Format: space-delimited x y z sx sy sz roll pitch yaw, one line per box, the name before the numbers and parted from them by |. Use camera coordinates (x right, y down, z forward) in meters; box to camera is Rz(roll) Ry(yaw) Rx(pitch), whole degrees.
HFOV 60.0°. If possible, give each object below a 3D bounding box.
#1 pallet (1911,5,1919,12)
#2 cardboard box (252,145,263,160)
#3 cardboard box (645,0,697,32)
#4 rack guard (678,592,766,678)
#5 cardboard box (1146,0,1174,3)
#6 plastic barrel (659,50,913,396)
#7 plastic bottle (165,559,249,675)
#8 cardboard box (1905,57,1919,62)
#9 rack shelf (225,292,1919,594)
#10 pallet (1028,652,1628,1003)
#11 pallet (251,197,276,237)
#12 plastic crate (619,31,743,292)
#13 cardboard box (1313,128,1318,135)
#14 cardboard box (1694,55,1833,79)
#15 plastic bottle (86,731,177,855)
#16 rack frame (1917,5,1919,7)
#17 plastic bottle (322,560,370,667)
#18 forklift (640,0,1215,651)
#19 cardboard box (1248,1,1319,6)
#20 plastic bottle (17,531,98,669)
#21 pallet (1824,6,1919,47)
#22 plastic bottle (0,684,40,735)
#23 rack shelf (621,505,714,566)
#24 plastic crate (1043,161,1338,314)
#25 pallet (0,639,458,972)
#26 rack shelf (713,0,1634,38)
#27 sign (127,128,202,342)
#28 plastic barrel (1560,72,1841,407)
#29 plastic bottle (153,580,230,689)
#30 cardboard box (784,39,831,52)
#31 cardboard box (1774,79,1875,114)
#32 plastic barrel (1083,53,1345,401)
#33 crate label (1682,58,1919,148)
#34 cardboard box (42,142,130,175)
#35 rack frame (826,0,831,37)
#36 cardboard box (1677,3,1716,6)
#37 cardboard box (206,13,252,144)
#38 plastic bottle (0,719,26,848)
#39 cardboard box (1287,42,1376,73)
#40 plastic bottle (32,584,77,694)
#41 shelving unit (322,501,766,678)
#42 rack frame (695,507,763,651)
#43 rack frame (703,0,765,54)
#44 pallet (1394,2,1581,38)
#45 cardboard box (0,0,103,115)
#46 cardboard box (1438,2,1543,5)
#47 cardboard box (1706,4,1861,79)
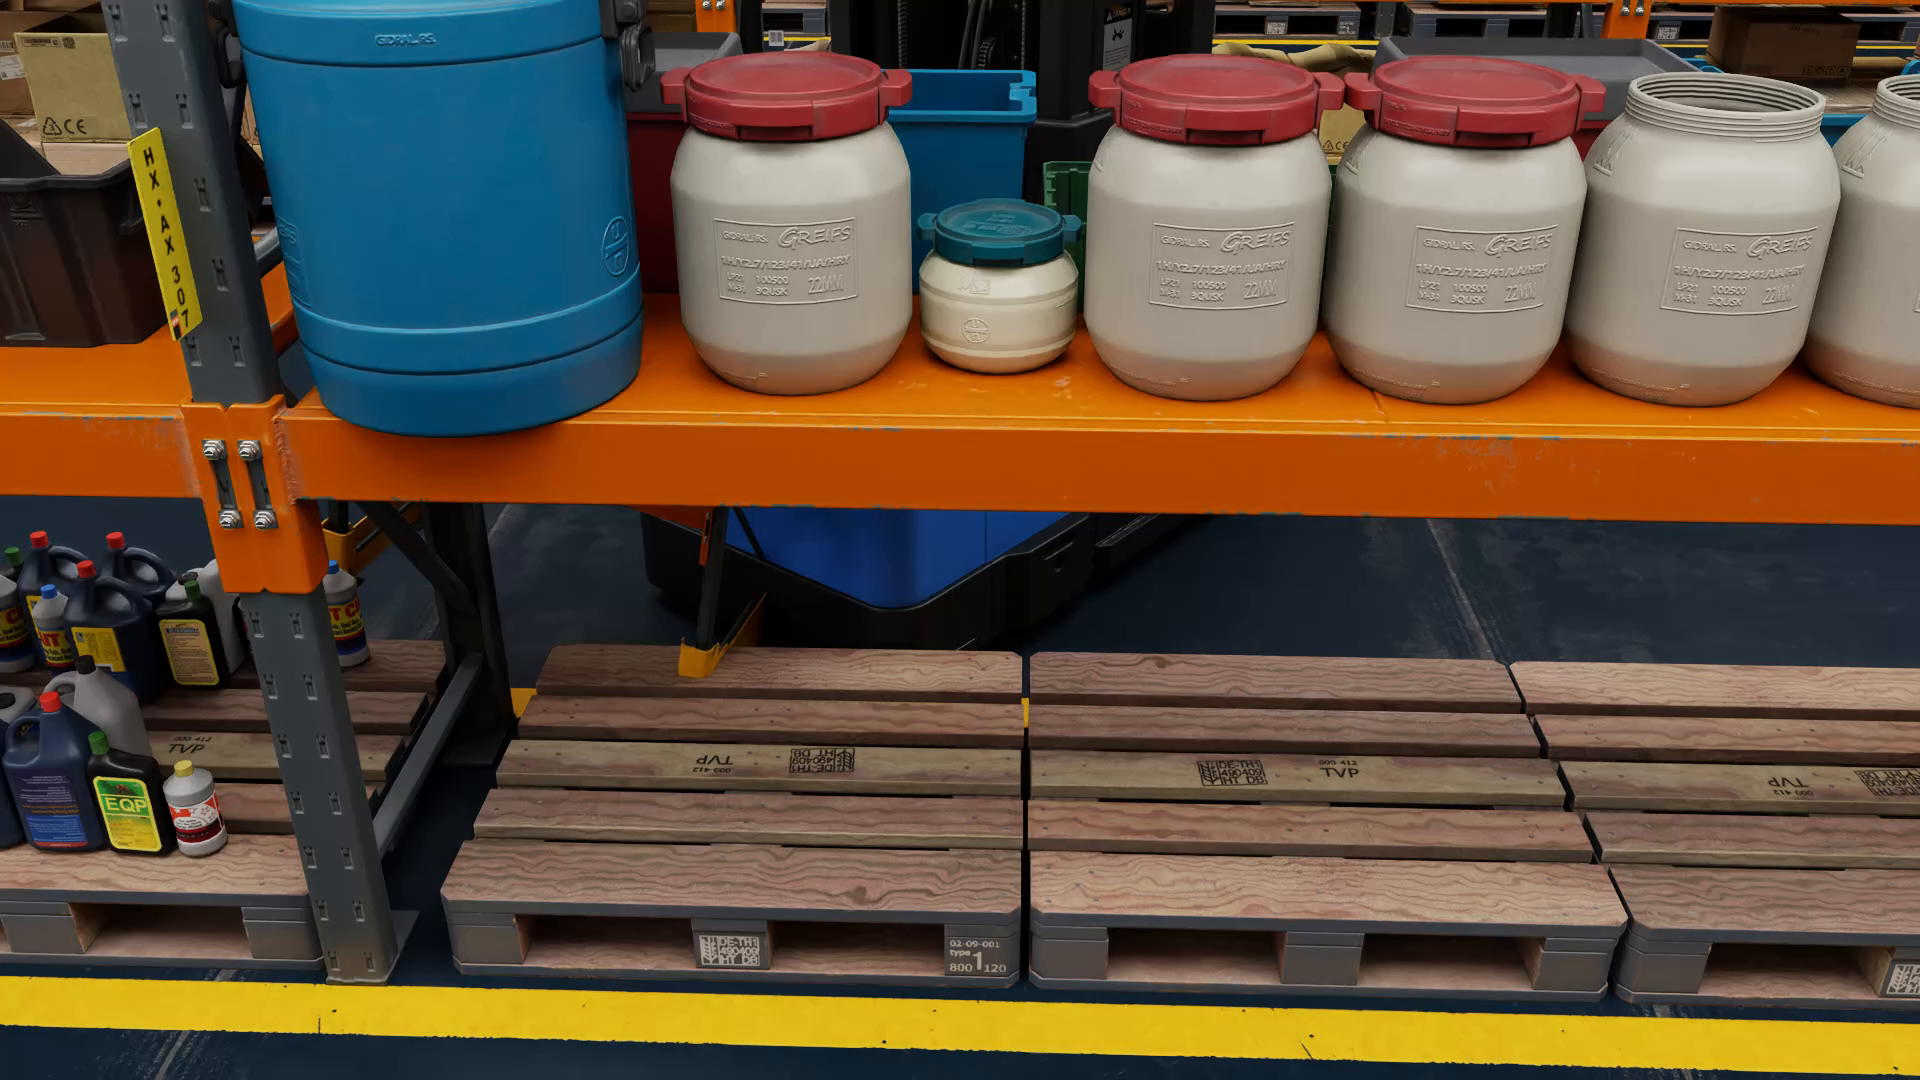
pallet | 7.856 -3.848 12.283 1.213 0.211 1.003 1 28 2
cardboard box | -3.038 -1.841 8.007 0.500 0.250 0.500 1 28 2
cardboard box | -1.520 -2.399 8.259 0.500 0.500 0.500 1 28 2
rack guard | -0.605 0.231 4.425 0.087 0.250 0.587 17 33 7
cardboard box | 1.371 -4.331 12.416 0.500 0.500 0.700 1 28 2
plastic barrel | -0.298 -0.566 2.969 0.433 0.535 0.433 0 28 0
plastic bottle | -1.873 0.182 4.142 0.135 0.276 0.152 2 28 4
cardboard box | 4.915 -2.046 8.107 0.500 0.500 0.500 0 28 0
rack shelf | 0.753 -0.273 3.331 4.000 0.370 1.077 1 28 2
pallet | 0.763 0.622 3.852 1.213 0.211 1.003 1 28 2
pallet | -3.083 -1.762 8.349 1.213 0.211 1.003 1 28 2
plastic crate | -0.751 -0.788 3.465 0.583 0.464 0.402 1 28 2
cardboard box | 1.374 -2.003 7.715 0.500 0.311 0.500 1 28 1
cardboard box | 3.873 -2.061 8.134 0.500 0.500 0.500 2 28 4
plastic bottle | -1.738 0.528 3.482 0.133 0.283 0.061 2 28 4
rack frame | 7.099 -5.129 11.723 0.127 3.000 1.000 1 28 2
plastic bottle | -1.549 0.177 4.158 0.097 0.271 0.097 0 28 0
forklift | 0.395 -1.522 4.992 1.130 2.935 3.031 21 34 34
cardboard box | 2.380 -4.273 12.306 0.500 0.500 0.700 1 28 3
plastic bottle | -2.227 0.141 4.139 0.185 0.351 0.144 0 28 0
pallet | 6.325 -3.874 12.334 1.213 0.211 1.003 1 28 2
plastic bottle | -2.111 0.436 3.663 0.135 0.276 0.152 1 28 2
rack shelf | -1.006 -0.283 4.248 1.000 0.185 0.538 17 33 7
plastic crate | 0.504 -0.634 3.469 0.662 0.188 0.450 1 28 2
pallet | -1.916 0.577 3.935 1.213 0.211 1.003 1 28 2
rack shelf | 0.931 -2.592 7.704 4.000 0.370 1.077 1 28 2
sign | -1.276 -0.489 2.674 0.005 0.325 0.100 1 28 2
plastic barrel | 1.295 -0.531 2.930 0.421 0.512 0.421 0 28 0
plastic bottle | -1.876 0.229 4.047 0.133 0.283 0.061 1 28 2
cardboard box | -0.653 -2.288 8.253 0.500 0.311 0.500 1 28 2
cardboard box | 3.898 -1.819 7.678 0.500 0.500 0.500 0 28 0
plastic barrel | 0.436 -0.554 2.946 0.433 0.535 0.433 0 28 0
crate label | 1.768 -0.717 3.361 0.616 0.435 0.502 1 28 2
cardboard box | -4.037 -1.860 8.043 0.500 0.250 0.500 1 28 2
rack frame | -0.896 -5.261 11.972 0.127 3.000 1.000 1 28 2
cardboard box | 5.556 -4.328 12.059 0.750 0.750 0.750 2 28 3
cardboard box | -3.537 -2.188 7.862 0.500 0.500 0.500 1 28 2
plastic bottle | -2.092 0.473 3.514 0.185 0.351 0.144 0 28 -1
cardboard box | 1.892 -2.246 8.172 0.500 0.311 0.500 0 28 1
plastic bottle | -2.187 0.234 4.050 0.097 0.271 0.097 0 28 0
shelving unit | -0.965 -0.428 4.151 1.083 1.500 0.587 17 33 7
rack frame | -0.491 -0.283 4.088 0.032 1.500 0.500 17 33 7
rack frame | -1.067 -2.943 7.598 0.127 3.000 1.000 1 28 2
pallet | 3.886 -3.915 12.410 1.213 0.211 1.003 1 28 2
cardboard box | -4.519 -2.441 8.339 0.500 0.500 0.500 1 28 2
cardboard box | 3.831 -4.357 12.114 0.750 0.750 0.750 1 28 1
cardboard box | 3.929 -2.393 7.960 0.500 0.250 0.500 2 28 4
